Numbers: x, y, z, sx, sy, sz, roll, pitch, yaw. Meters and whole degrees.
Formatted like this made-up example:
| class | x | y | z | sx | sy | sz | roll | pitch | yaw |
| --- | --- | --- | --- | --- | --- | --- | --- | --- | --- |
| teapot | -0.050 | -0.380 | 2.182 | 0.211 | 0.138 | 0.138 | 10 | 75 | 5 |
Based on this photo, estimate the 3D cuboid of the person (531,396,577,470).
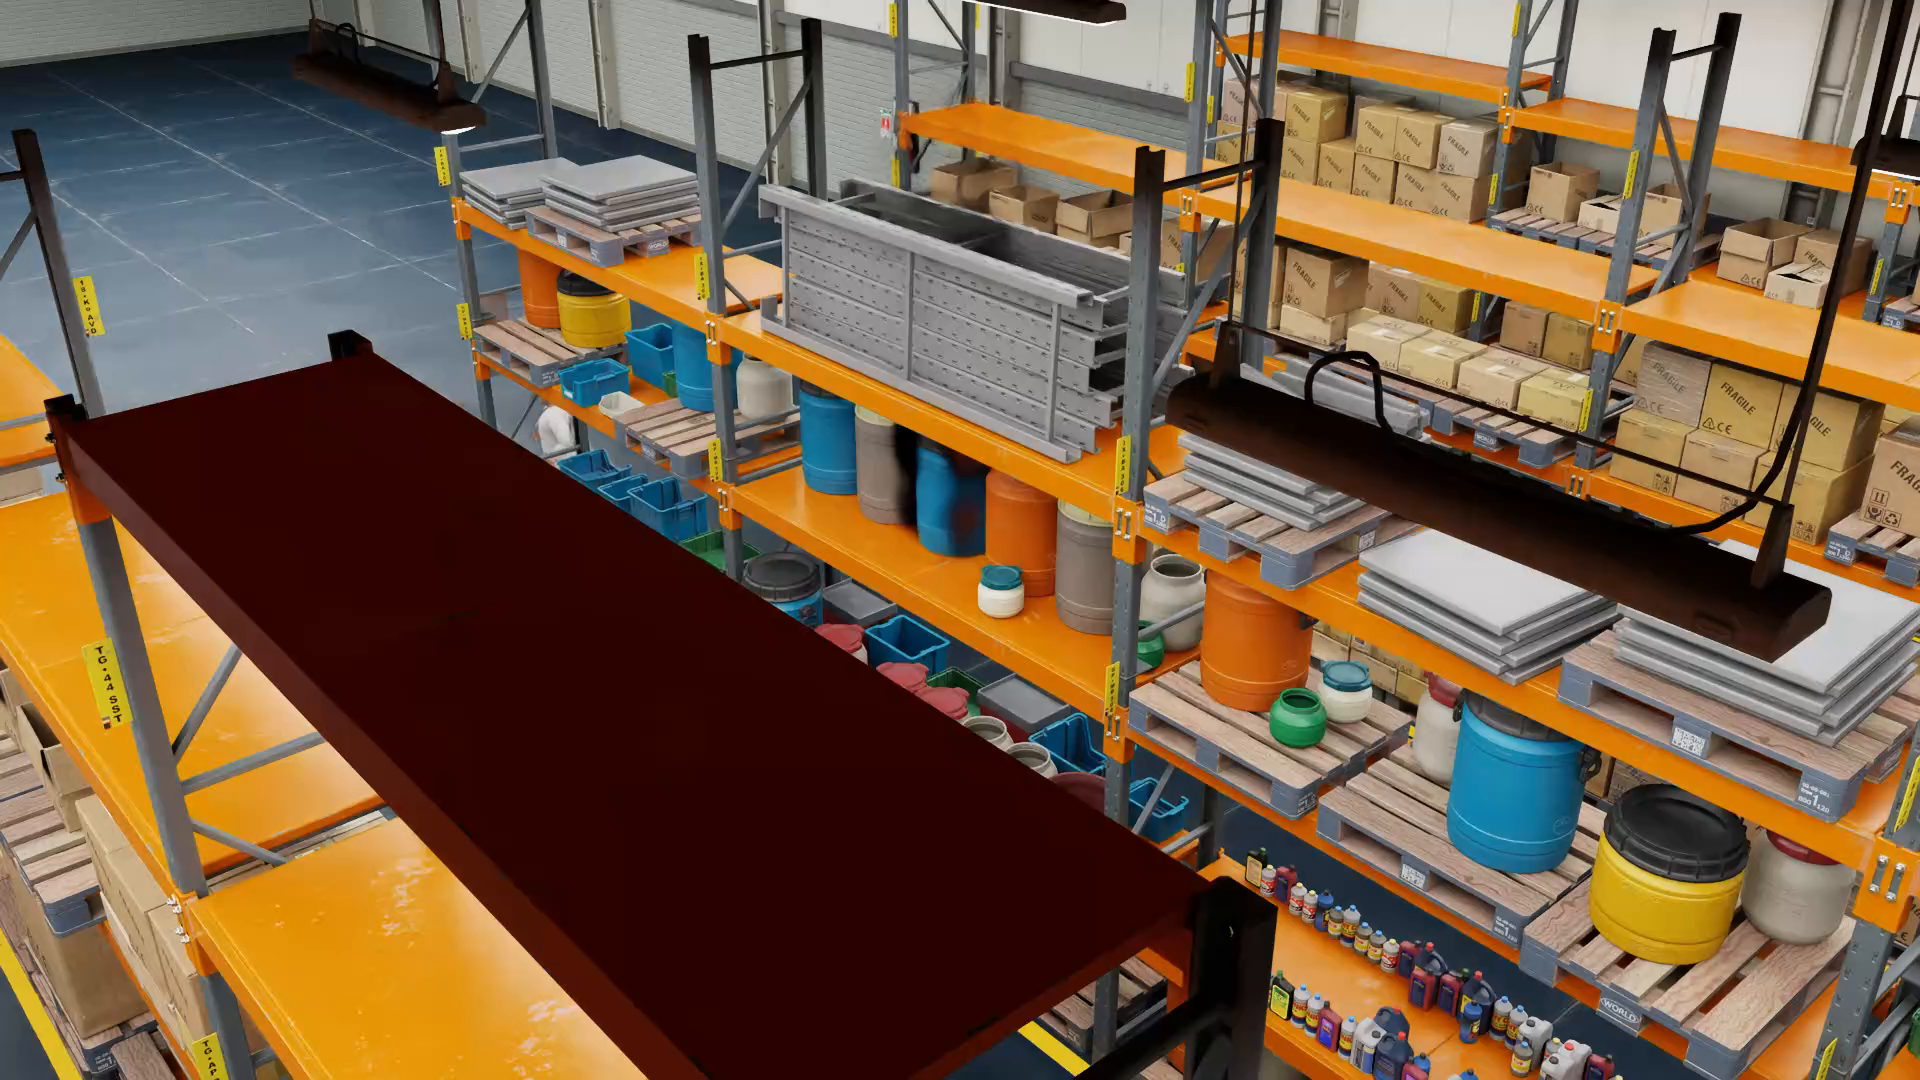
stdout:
| class | x | y | z | sx | sy | sz | roll | pitch | yaw |
| --- | --- | --- | --- | --- | --- | --- | --- | --- | --- |
| person | -4.107 | -0.819 | 17.249 | 0.951 | 1.768 | 0.736 | 2 | 27 | 4 |
